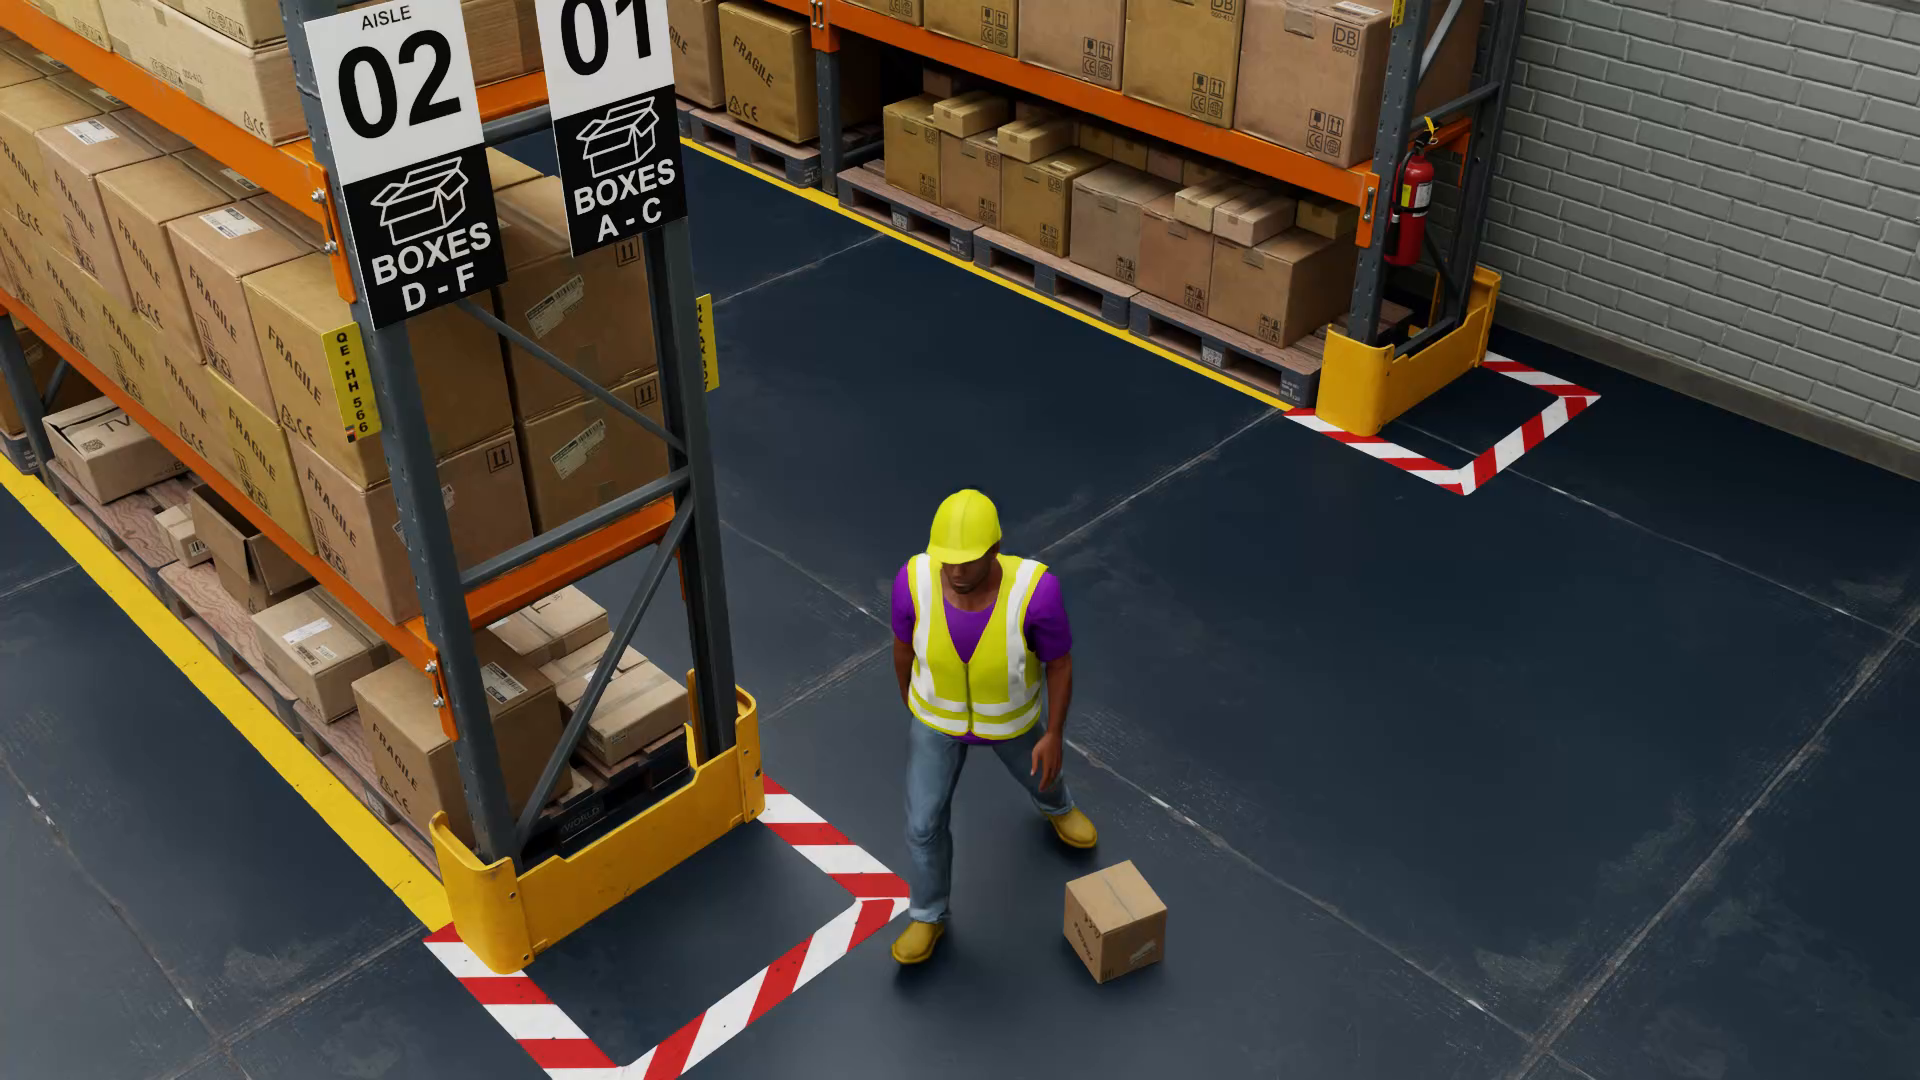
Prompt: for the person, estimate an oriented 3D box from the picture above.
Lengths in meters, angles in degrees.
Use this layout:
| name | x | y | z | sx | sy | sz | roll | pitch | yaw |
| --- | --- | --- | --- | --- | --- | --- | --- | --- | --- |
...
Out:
| name | x | y | z | sx | sy | sz | roll | pitch | yaw |
| --- | --- | --- | --- | --- | --- | --- | --- | --- | --- |
| person | 0.127 | 0.545 | 5.386 | 0.701 | 1.742 | 0.862 | 3 | 35 | 4 |
